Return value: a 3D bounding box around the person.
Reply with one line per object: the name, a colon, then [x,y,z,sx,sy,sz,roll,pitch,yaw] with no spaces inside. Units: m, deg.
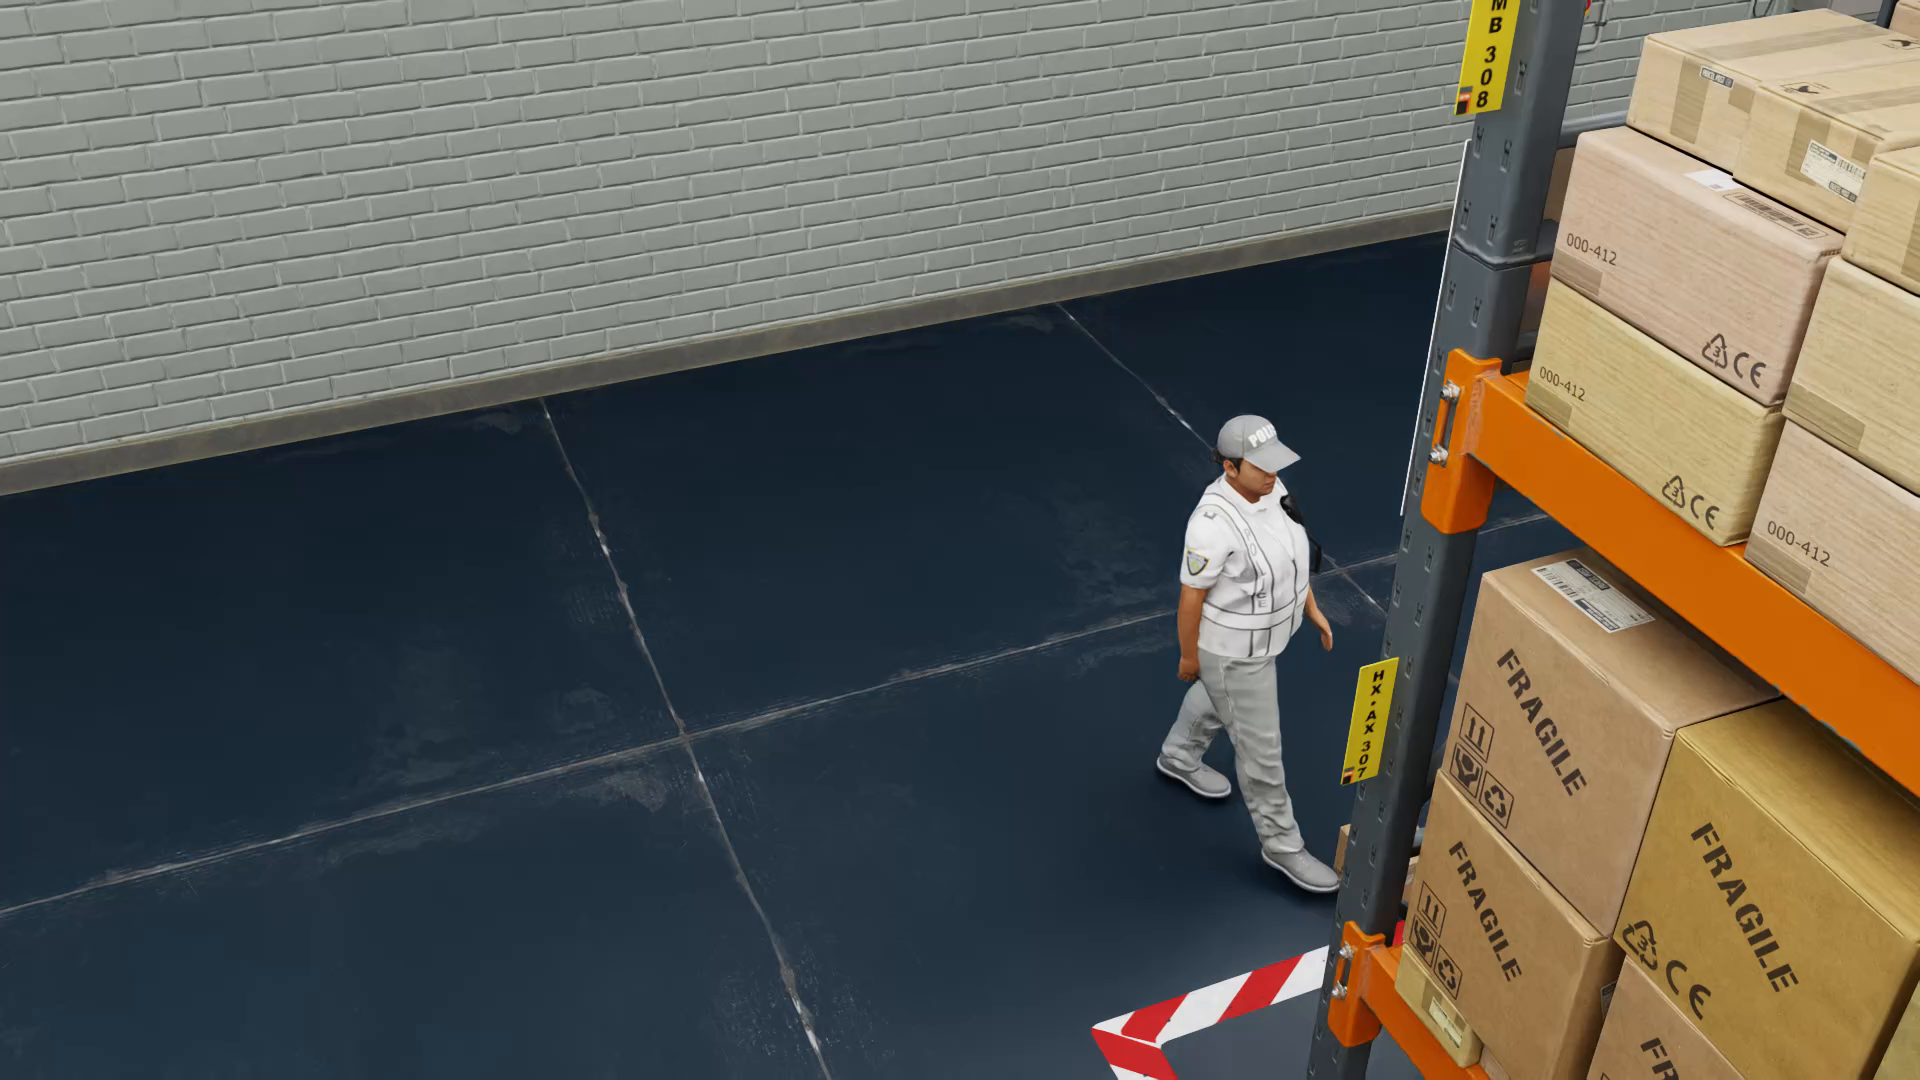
person: [1.059,0.339,5.613,0.834,1.633,0.492,20,39,27]
